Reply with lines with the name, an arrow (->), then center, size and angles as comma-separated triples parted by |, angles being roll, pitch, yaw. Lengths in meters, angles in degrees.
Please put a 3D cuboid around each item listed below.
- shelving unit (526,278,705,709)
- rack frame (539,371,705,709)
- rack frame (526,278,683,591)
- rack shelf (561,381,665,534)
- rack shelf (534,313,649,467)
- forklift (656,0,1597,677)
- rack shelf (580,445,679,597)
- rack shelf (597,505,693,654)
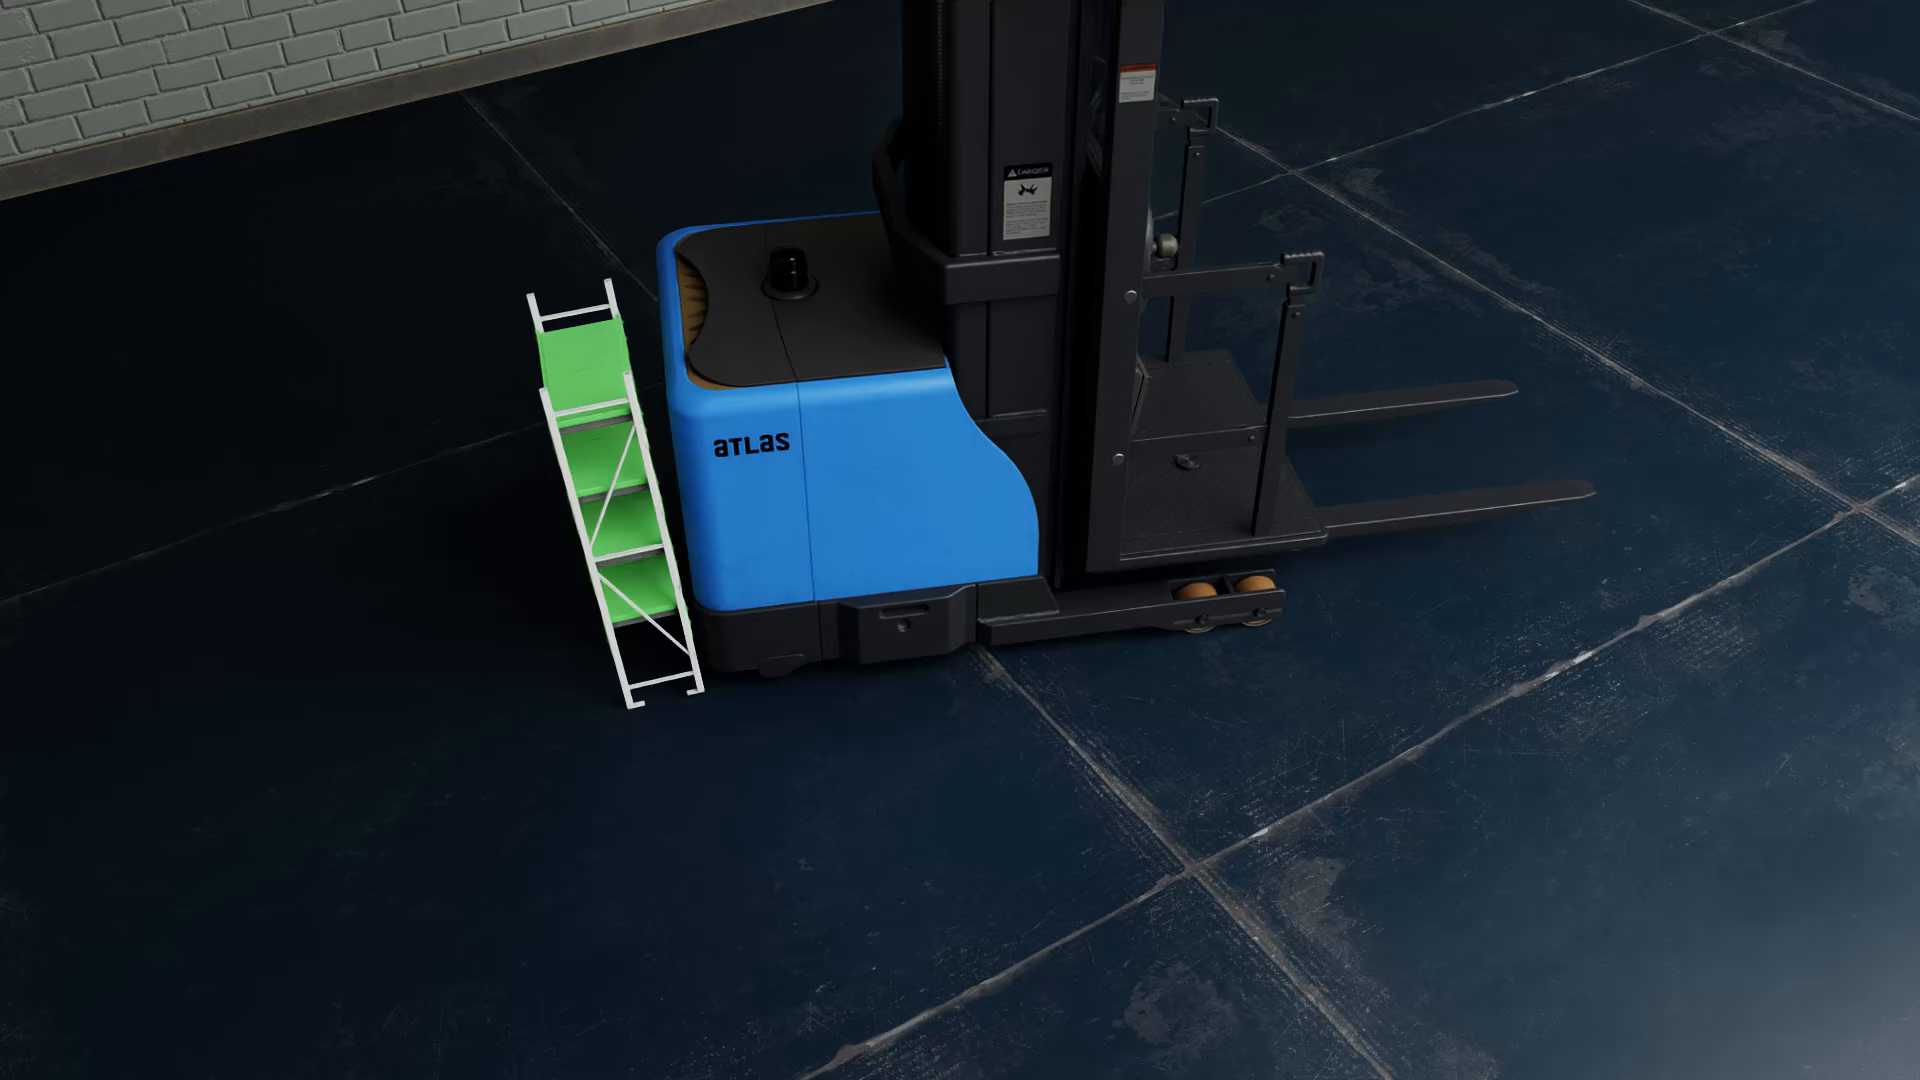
shelving unit -> -1.011, -0.113, 4.936 | 0.258, 1.200, 0.503 | -13, 41, -9
rack frame -> -0.947, 0.038, 4.755 | 0.240, 1.200, 0.015 | -13, 41, -9
rack frame -> -1.074, -0.264, 5.117 | 0.240, 1.200, 0.015 | -13, 41, -9
rack shelf -> -1.022, -0.246, 4.821 | 0.258, 0.148, 0.480 | -13, 41, -9
rack shelf -> -1.037, -0.428, 4.665 | 0.258, 0.148, 0.480 | -13, 41, -9
forklift -> 0.595, -1.152, 4.843 | 3.031, 2.935, 1.130 | -7, 40, -8
rack shelf -> -1.007, -0.065, 4.978 | 0.258, 0.148, 0.480 | -13, 41, -9
rack shelf -> -0.992, 0.117, 5.134 | 0.258, 0.148, 0.480 | -13, 41, -9
